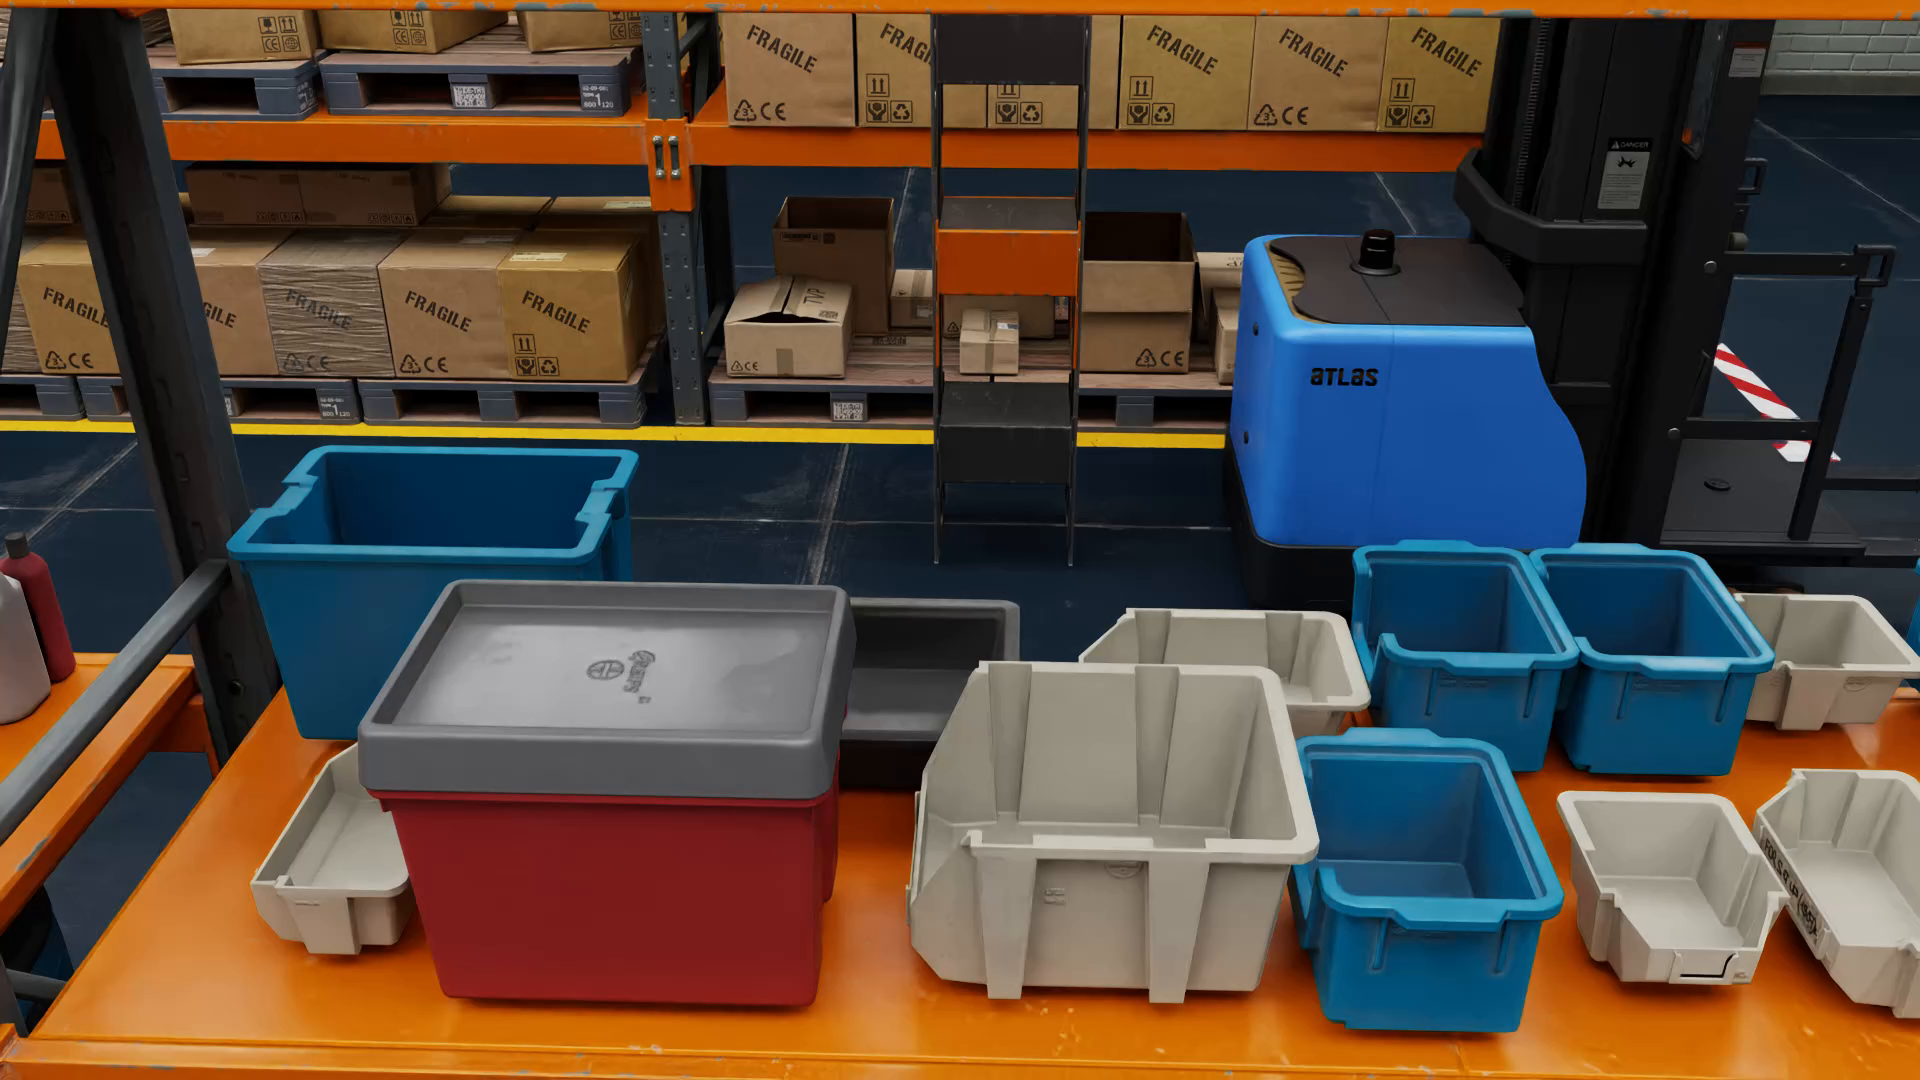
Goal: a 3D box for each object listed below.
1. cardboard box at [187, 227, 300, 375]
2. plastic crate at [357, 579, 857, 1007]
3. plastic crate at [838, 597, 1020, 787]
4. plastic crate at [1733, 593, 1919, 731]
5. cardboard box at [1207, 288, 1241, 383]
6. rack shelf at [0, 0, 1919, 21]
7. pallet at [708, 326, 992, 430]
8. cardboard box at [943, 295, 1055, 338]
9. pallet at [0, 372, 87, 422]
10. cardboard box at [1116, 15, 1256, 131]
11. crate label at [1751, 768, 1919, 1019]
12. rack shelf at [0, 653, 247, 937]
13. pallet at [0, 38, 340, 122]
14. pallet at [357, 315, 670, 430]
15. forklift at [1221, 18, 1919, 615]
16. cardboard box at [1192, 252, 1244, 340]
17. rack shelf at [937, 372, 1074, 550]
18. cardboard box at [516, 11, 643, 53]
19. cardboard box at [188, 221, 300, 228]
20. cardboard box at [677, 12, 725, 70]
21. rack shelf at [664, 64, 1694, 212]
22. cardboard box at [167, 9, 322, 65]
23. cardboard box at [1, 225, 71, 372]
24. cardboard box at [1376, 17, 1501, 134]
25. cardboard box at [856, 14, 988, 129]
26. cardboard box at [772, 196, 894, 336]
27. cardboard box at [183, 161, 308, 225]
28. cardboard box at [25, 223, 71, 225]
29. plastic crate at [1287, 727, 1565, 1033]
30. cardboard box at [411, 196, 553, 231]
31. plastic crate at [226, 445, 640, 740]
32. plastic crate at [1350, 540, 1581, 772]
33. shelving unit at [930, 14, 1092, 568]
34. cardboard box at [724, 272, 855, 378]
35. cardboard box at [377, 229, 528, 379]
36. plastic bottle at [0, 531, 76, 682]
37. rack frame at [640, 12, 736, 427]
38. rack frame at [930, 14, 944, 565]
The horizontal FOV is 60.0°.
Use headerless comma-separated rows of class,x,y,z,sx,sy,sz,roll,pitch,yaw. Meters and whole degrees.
cardboard box,-3.152,-1.039,7.206,0.500,0.500,0.500,0,28,0
plastic crate,-0.441,0.349,2.257,0.583,0.464,0.402,1,28,2
plastic crate,-0.196,0.259,2.788,0.590,0.125,0.437,1,28,2
plastic crate,1.442,0.214,2.861,0.298,0.136,0.250,1,28,2
cardboard box,1.351,-0.884,7.181,0.500,0.250,0.500,1,28,2
rack shelf,0.674,-0.703,1.939,4.000,0.370,1.077,1,28,2
pallet,-0.460,-0.803,7.540,1.213,0.211,1.003,1,28,2
cardboard box,0.183,-1.164,7.645,0.500,0.311,0.500,1,28,2
pallet,-4.399,-0.851,7.630,1.213,0.211,1.003,1,28,2
cardboard box,0.874,-1.931,6.584,0.500,0.500,0.500,1,28,1
crate label,1.283,0.494,2.333,0.243,0.136,0.396,1,28,2
rack shelf,-3.323,0.556,2.766,4.000,0.370,1.077,1,28,2
pallet,-3.200,-1.998,7.022,1.213,0.211,1.003,1,28,2
pallet,-1.960,-0.811,7.554,1.213,0.211,1.003,1,28,2
forklift,2.519,-1.217,5.417,3.031,2.935,1.130,1,28,2
cardboard box,1.319,-1.119,7.624,0.500,0.250,0.500,1,28,2
rack shelf,0.165,-0.294,6.087,0.480,0.518,0.431,1,28,2
cardboard box,-1.612,-2.389,6.999,0.500,0.500,0.700,-8,29,-15
cardboard box,-3.159,-1.283,7.667,0.500,0.500,0.500,0,28,0
cardboard box,-1.629,-3.551,11.594,0.750,0.750,0.750,1,28,2
rack shelf,0.853,-1.696,7.015,4.000,0.370,1.077,1,28,2
cardboard box,-2.914,-2.277,6.788,0.500,0.500,0.700,-6,29,-11
cardboard box,-4.175,-1.056,7.238,0.500,0.500,0.500,0,28,0
cardboard box,1.876,-1.912,6.547,0.500,0.500,0.500,1,28,2
cardboard box,-0.134,-1.948,6.616,0.500,0.500,0.500,1,28,3
cardboard box,-0.567,-1.260,7.624,0.500,0.500,0.500,1,28,2
cardboard box,-3.122,-1.615,7.492,0.500,0.250,0.500,0,28,1
cardboard box,-4.201,-1.298,7.694,0.500,0.500,0.500,2,28,4
plastic crate,0.612,0.471,2.273,0.300,0.233,0.416,1,28,2
cardboard box,-2.154,-1.263,7.628,0.500,0.500,0.500,1,28,3
plastic crate,-0.846,0.100,2.812,0.575,0.384,0.392,1,28,2
plastic crate,0.822,0.200,2.785,0.300,0.233,0.416,1,28,2
shelving unit,0.165,-0.925,5.753,0.503,2.100,0.431,1,28,2
cardboard box,-0.734,-0.945,7.232,0.500,0.311,0.500,1,28,2
cardboard box,-2.143,-1.023,7.176,0.500,0.500,0.500,1,28,2
plastic bottle,-1.676,0.117,2.951,0.133,0.283,0.061,1,28,2
rack frame,-1.146,-2.047,6.909,0.127,3.000,1.000,1,28,2
rack frame,-0.078,-0.929,5.761,0.015,2.100,0.400,1,28,2
